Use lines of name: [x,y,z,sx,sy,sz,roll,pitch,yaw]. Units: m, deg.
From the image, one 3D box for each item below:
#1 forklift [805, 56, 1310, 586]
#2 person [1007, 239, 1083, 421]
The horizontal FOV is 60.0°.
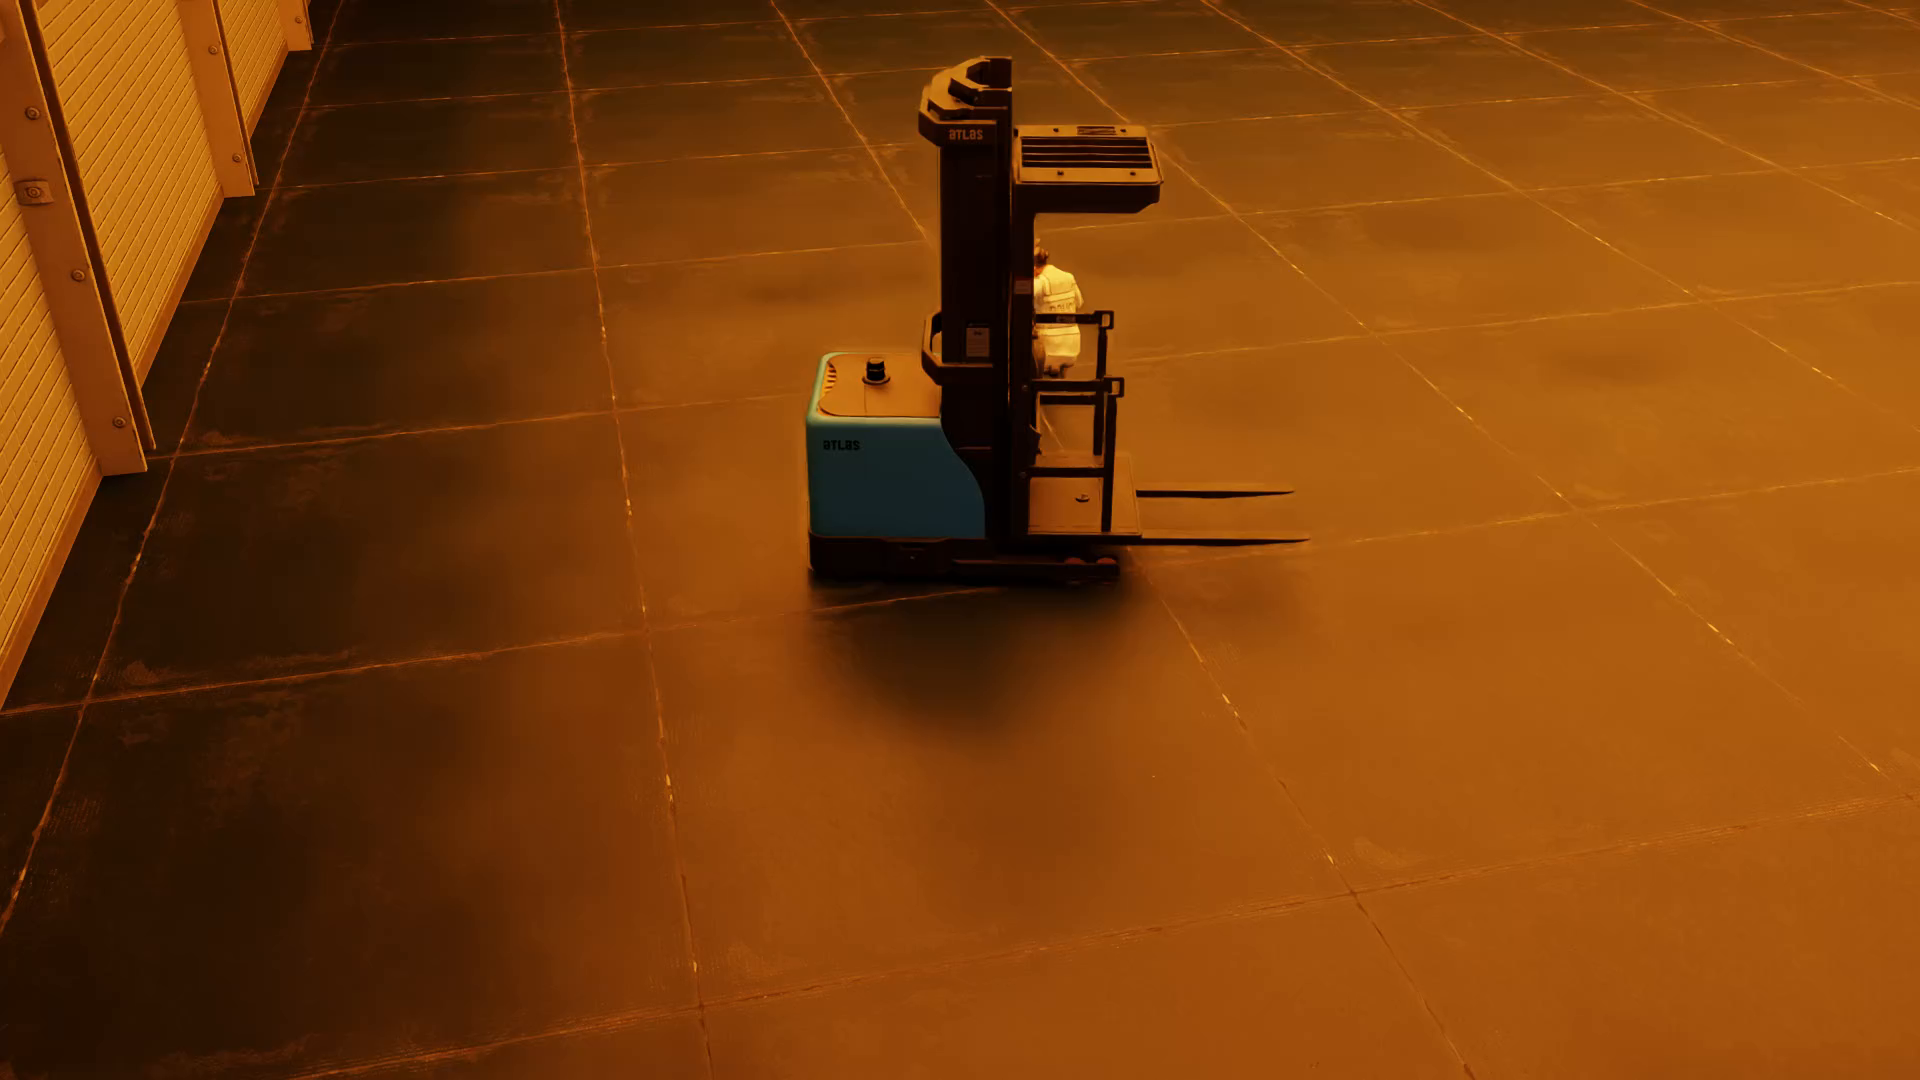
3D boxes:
forklift: [0.610,-1.263,9.757,3.031,2.935,1.130,1,30,1]
person: [0.512,-1.429,11.627,1.187,1.358,0.922,-20,36,-30]
